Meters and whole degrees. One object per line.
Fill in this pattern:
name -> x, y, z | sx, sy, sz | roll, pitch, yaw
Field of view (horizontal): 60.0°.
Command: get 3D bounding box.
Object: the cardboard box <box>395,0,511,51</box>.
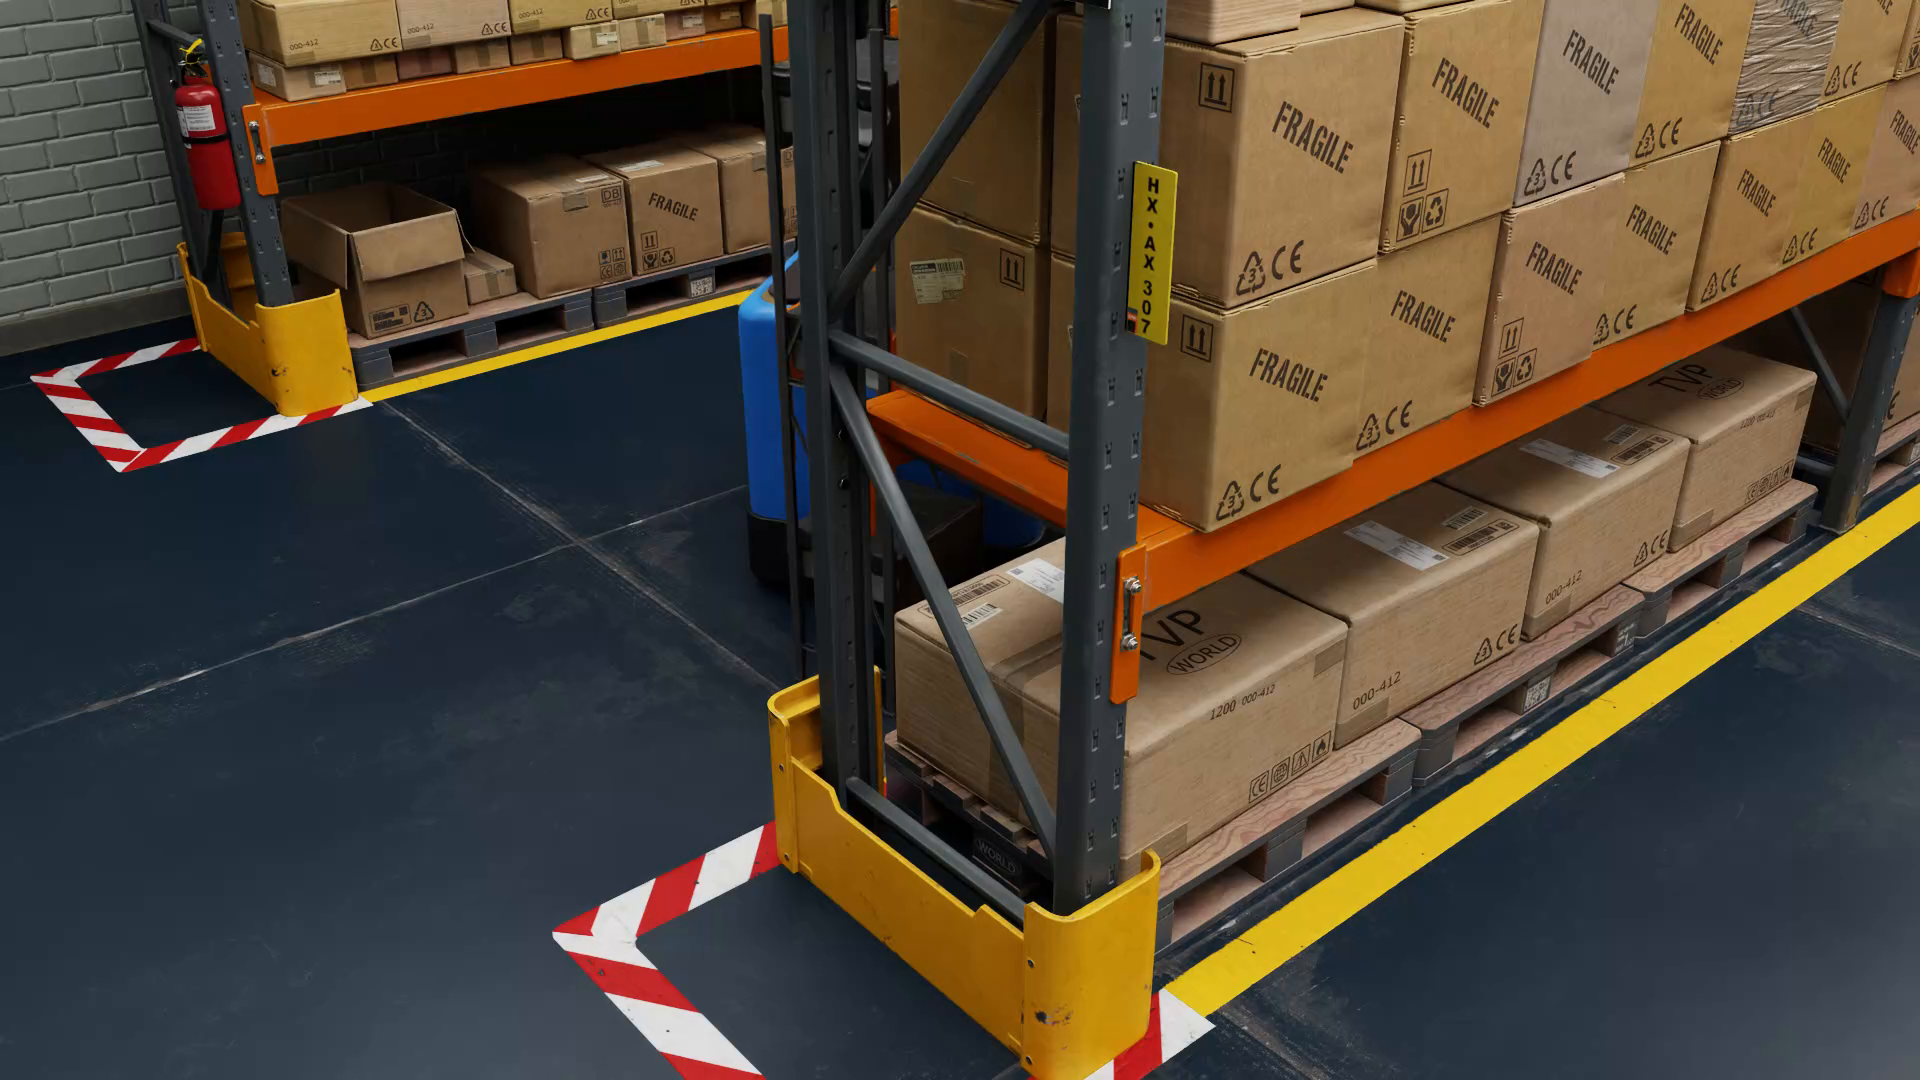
cardboard box -> -2.327, -2.346, 7.302 | 0.500, 0.250, 0.500 | -21, 35, -34

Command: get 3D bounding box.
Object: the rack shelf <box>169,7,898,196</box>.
rack shelf -> -1.709, -2.379, 8.283 | 4.000, 0.370, 1.077 | -22, 35, -35

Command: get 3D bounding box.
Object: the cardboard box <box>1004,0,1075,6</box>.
cardboard box -> 0.137, -1.259, 3.568 | 0.250, 0.149, 0.380 | -21, 35, -34

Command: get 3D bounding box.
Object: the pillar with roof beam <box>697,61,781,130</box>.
pillar with roof beam -> 1.492, -4.521, 5.162 | 0.400, 9.000, 9.100 | -22, 35, -35

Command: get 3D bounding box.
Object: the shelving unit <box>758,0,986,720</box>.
shelving unit -> -0.228, -0.514, 4.984 | 0.431, 2.100, 0.503 | 17, 33, 29

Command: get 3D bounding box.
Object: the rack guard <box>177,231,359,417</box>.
rack guard -> -3.172, -1.006, 7.601 | 0.348, 0.500, 1.175 | -22, 35, -35

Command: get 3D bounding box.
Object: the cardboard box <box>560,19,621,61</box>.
cardboard box -> -1.790, -2.352, 7.736 | 0.250, 0.149, 0.380 | -23, 36, -36

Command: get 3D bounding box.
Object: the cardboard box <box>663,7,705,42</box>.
cardboard box -> -1.451, -2.544, 8.094 | 0.250, 0.149, 0.380 | -22, 35, -35

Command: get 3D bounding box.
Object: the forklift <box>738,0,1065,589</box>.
forklift -> 0.114, -1.730, 6.378 | 1.130, 2.935, 3.031 | 7, 29, 13

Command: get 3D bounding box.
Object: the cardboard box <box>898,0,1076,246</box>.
cardboard box -> 0.207, -1.024, 3.817 | 0.500, 0.500, 0.500 | -21, 34, -33

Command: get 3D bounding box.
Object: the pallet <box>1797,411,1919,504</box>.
pallet -> 3.575, -0.563, 7.080 | 1.213, 0.211, 1.003 | -22, 35, -35

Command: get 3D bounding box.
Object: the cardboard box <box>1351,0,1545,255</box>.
cardboard box -> 0.933, -0.997, 3.765 | 0.500, 0.500, 0.500 | -23, 36, -36

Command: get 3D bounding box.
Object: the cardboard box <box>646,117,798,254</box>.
cardboard box -> -1.238, -1.886, 8.803 | 0.500, 0.500, 0.700 | -23, 36, -37

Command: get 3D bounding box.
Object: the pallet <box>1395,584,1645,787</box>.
pallet -> 1.479, 0.280, 5.503 | 1.213, 0.211, 1.003 | -22, 35, -35

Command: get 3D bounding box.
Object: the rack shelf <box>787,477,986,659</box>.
rack shelf -> -0.228, 0.115, 5.320 | 0.431, 0.518, 0.480 | 17, 33, 29

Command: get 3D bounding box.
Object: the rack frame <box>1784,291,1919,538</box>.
rack frame -> 3.037, -1.530, 5.930 | 0.127, 3.000, 1.000 | -22, 35, -35

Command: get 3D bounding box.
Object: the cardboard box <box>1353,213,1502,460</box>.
cardboard box -> 0.913, -0.559, 4.007 | 0.500, 0.500, 0.500 | -22, 35, -36

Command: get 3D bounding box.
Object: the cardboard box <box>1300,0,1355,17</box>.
cardboard box -> 0.597, -1.192, 3.444 | 0.250, 0.149, 0.380 | -21, 35, -34

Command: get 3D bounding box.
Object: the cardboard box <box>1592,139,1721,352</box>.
cardboard box -> 1.681, -0.867, 4.584 | 0.500, 0.500, 0.500 | -21, 34, -33

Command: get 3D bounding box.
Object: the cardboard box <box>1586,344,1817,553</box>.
cardboard box -> 2.490, -0.431, 6.148 | 0.875, 0.438, 0.875 | -22, 35, -36

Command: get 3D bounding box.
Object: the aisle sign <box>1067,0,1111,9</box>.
aisle sign -> 0.128, -1.327, 2.792 | 0.004, 0.787, 0.394 | -22, 35, -35

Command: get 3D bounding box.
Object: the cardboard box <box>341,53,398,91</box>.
cardboard box -> -2.639, -2.071, 7.209 | 0.250, 0.149, 0.380 | -21, 35, -34

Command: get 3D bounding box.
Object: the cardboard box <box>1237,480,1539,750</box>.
cardboard box -> 1.122, 0.118, 5.120 | 0.875, 0.438, 0.875 | -21, 34, -34

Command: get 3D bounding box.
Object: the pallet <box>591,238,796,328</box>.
pallet -> -1.639, -1.494, 8.821 | 1.213, 0.211, 1.003 | -22, 35, -35

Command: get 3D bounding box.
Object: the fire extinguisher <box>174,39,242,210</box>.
fire extinguisher -> -3.042, -1.676, 6.680 | 0.183, 0.674, 0.296 | -22, 35, -35

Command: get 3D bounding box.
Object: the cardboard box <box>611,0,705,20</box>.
cardboard box -> -1.568, -2.667, 7.901 | 0.500, 0.250, 0.500 | -23, 36, -36

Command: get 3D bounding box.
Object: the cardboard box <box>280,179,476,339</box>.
cardboard box -> -2.703, -1.322, 7.745 | 0.637, 0.503, 0.797 | -24, 36, -37

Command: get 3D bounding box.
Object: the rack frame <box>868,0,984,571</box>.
rack frame -> -0.093, -0.610, 5.163 | 0.400, 2.100, 0.015 | 17, 33, 29

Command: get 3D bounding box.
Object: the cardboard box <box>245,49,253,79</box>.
cardboard box -> -3.152, -2.172, 7.398 | 0.250, 0.149, 0.380 | -22, 35, -35

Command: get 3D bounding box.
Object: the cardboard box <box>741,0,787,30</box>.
cardboard box -> -1.025, -2.675, 8.340 | 0.250, 0.149, 0.380 | -22, 35, -36

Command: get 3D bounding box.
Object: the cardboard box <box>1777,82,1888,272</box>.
cardboard box -> 2.463, -1.181, 5.171 | 0.500, 0.500, 0.500 | -23, 36, -36

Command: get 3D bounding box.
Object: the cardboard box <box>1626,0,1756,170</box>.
cardboard box -> 1.698, -1.310, 4.351 | 0.500, 0.500, 0.500 | -22, 35, -35

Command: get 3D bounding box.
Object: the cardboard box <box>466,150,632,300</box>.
cardboard box -> -2.028, -1.568, 8.209 | 0.500, 0.500, 0.700 | -20, 34, -33

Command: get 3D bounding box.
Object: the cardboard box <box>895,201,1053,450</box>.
cardboard box -> 0.190, -0.593, 4.071 | 0.500, 0.500, 0.500 | -22, 35, -35

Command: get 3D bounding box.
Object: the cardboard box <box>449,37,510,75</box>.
cardboard box -> -2.229, -2.219, 7.486 | 0.250, 0.149, 0.380 | -21, 34, -33

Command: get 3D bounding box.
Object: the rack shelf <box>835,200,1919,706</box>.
rack shelf -> 1.516, -0.601, 4.955 | 4.000, 0.370, 1.077 | -22, 35, -35

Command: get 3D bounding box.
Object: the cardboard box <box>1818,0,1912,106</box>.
cardboard box -> 2.466, -1.619, 4.931 | 0.500, 0.500, 0.500 | -22, 35, -36
